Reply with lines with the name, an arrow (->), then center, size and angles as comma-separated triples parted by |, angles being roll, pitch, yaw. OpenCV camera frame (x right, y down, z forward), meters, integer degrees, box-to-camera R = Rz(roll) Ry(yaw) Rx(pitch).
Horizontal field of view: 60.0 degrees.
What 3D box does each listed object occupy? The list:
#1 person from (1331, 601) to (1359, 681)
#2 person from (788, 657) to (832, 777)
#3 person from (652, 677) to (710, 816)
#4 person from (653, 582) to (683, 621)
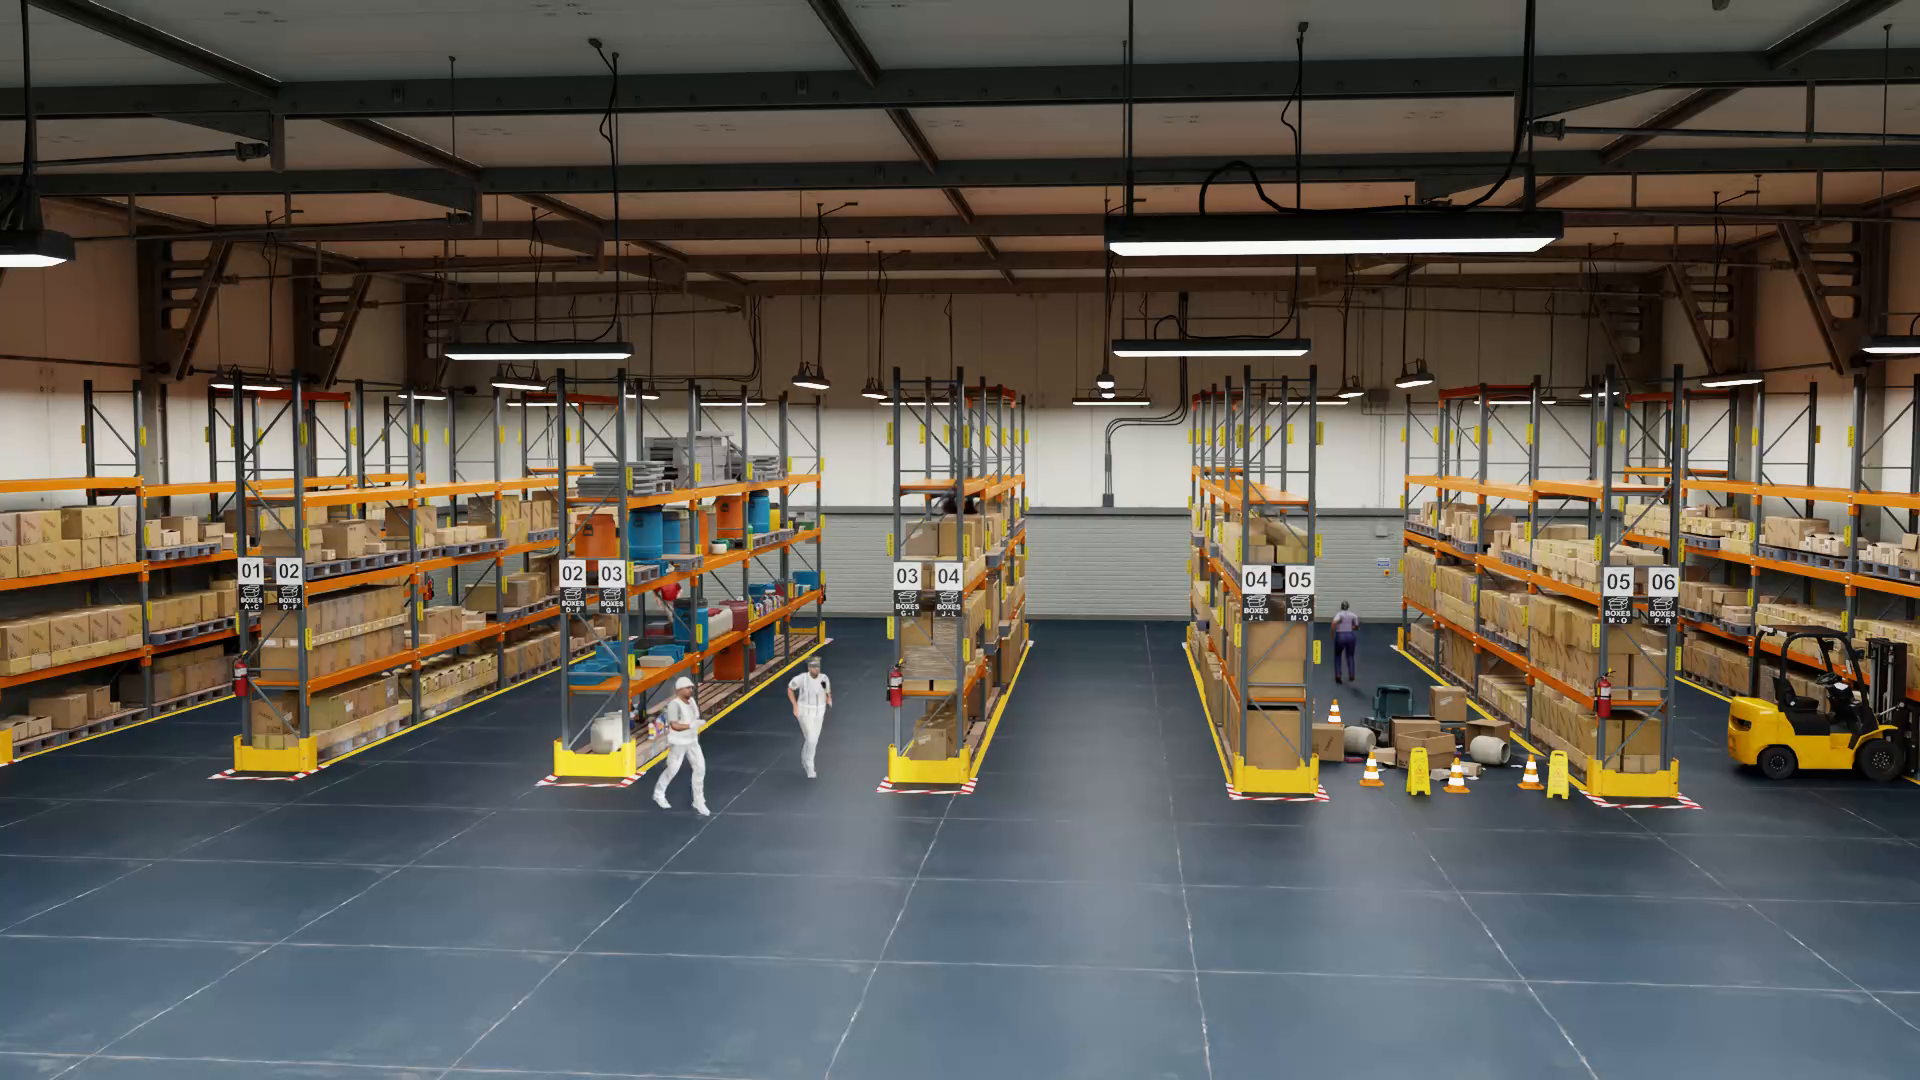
person -> 7.822, 2.097, 33.804 | 0.616, 1.725, 0.751 | 0, 4, -1
person -> -2.194, 2.622, 24.651 | 0.591, 1.835, 0.875 | -2, 4, -35
person -> -3.695, 2.724, 22.079 | 0.893, 1.832, 0.665 | 2, 4, 30
person -> -7.124, 1.615, 40.815 | 0.719, 1.700, 0.860 | -2, 4, -27
